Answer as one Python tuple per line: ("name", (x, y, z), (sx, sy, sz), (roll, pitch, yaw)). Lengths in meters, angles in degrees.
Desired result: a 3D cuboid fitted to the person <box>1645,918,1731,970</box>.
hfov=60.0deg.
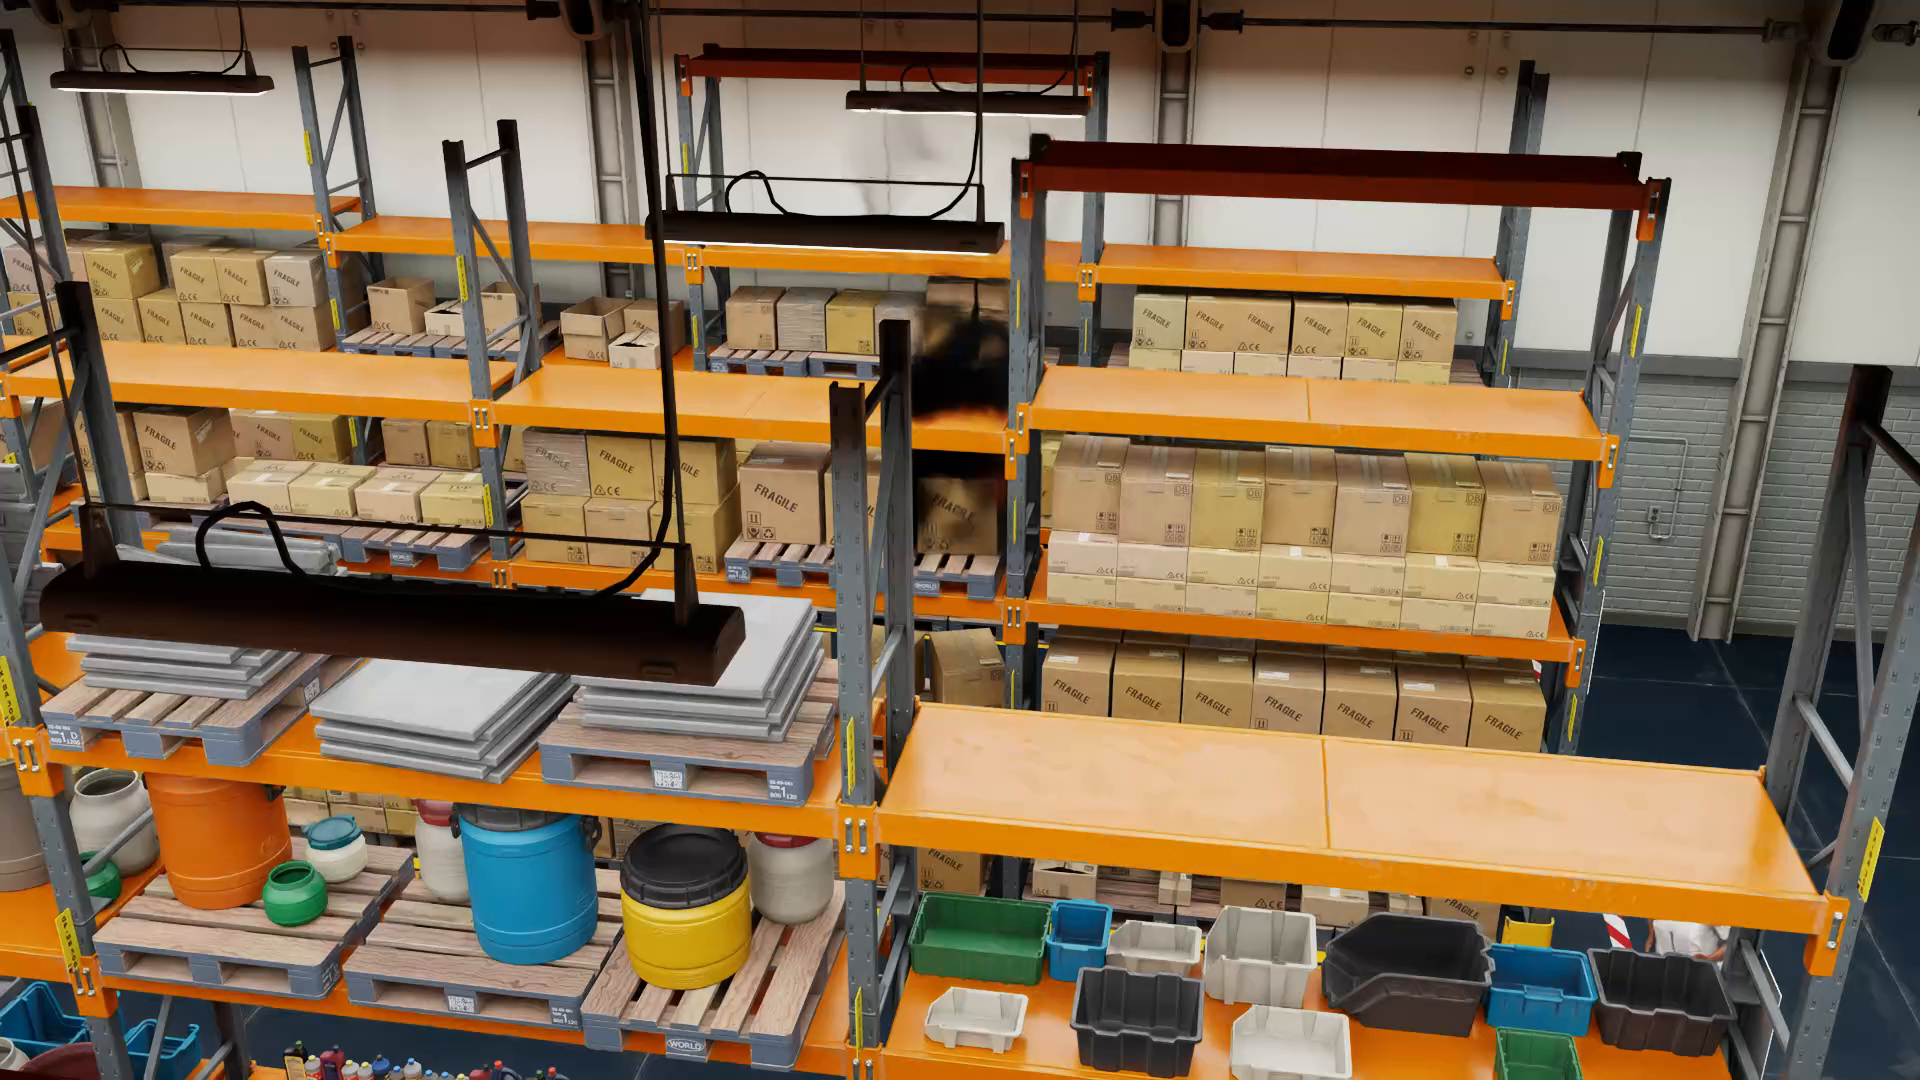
("person", (4.946, 2.894, 11.382), (0.858, 1.715, 0.705), (-19, 30, -38))
